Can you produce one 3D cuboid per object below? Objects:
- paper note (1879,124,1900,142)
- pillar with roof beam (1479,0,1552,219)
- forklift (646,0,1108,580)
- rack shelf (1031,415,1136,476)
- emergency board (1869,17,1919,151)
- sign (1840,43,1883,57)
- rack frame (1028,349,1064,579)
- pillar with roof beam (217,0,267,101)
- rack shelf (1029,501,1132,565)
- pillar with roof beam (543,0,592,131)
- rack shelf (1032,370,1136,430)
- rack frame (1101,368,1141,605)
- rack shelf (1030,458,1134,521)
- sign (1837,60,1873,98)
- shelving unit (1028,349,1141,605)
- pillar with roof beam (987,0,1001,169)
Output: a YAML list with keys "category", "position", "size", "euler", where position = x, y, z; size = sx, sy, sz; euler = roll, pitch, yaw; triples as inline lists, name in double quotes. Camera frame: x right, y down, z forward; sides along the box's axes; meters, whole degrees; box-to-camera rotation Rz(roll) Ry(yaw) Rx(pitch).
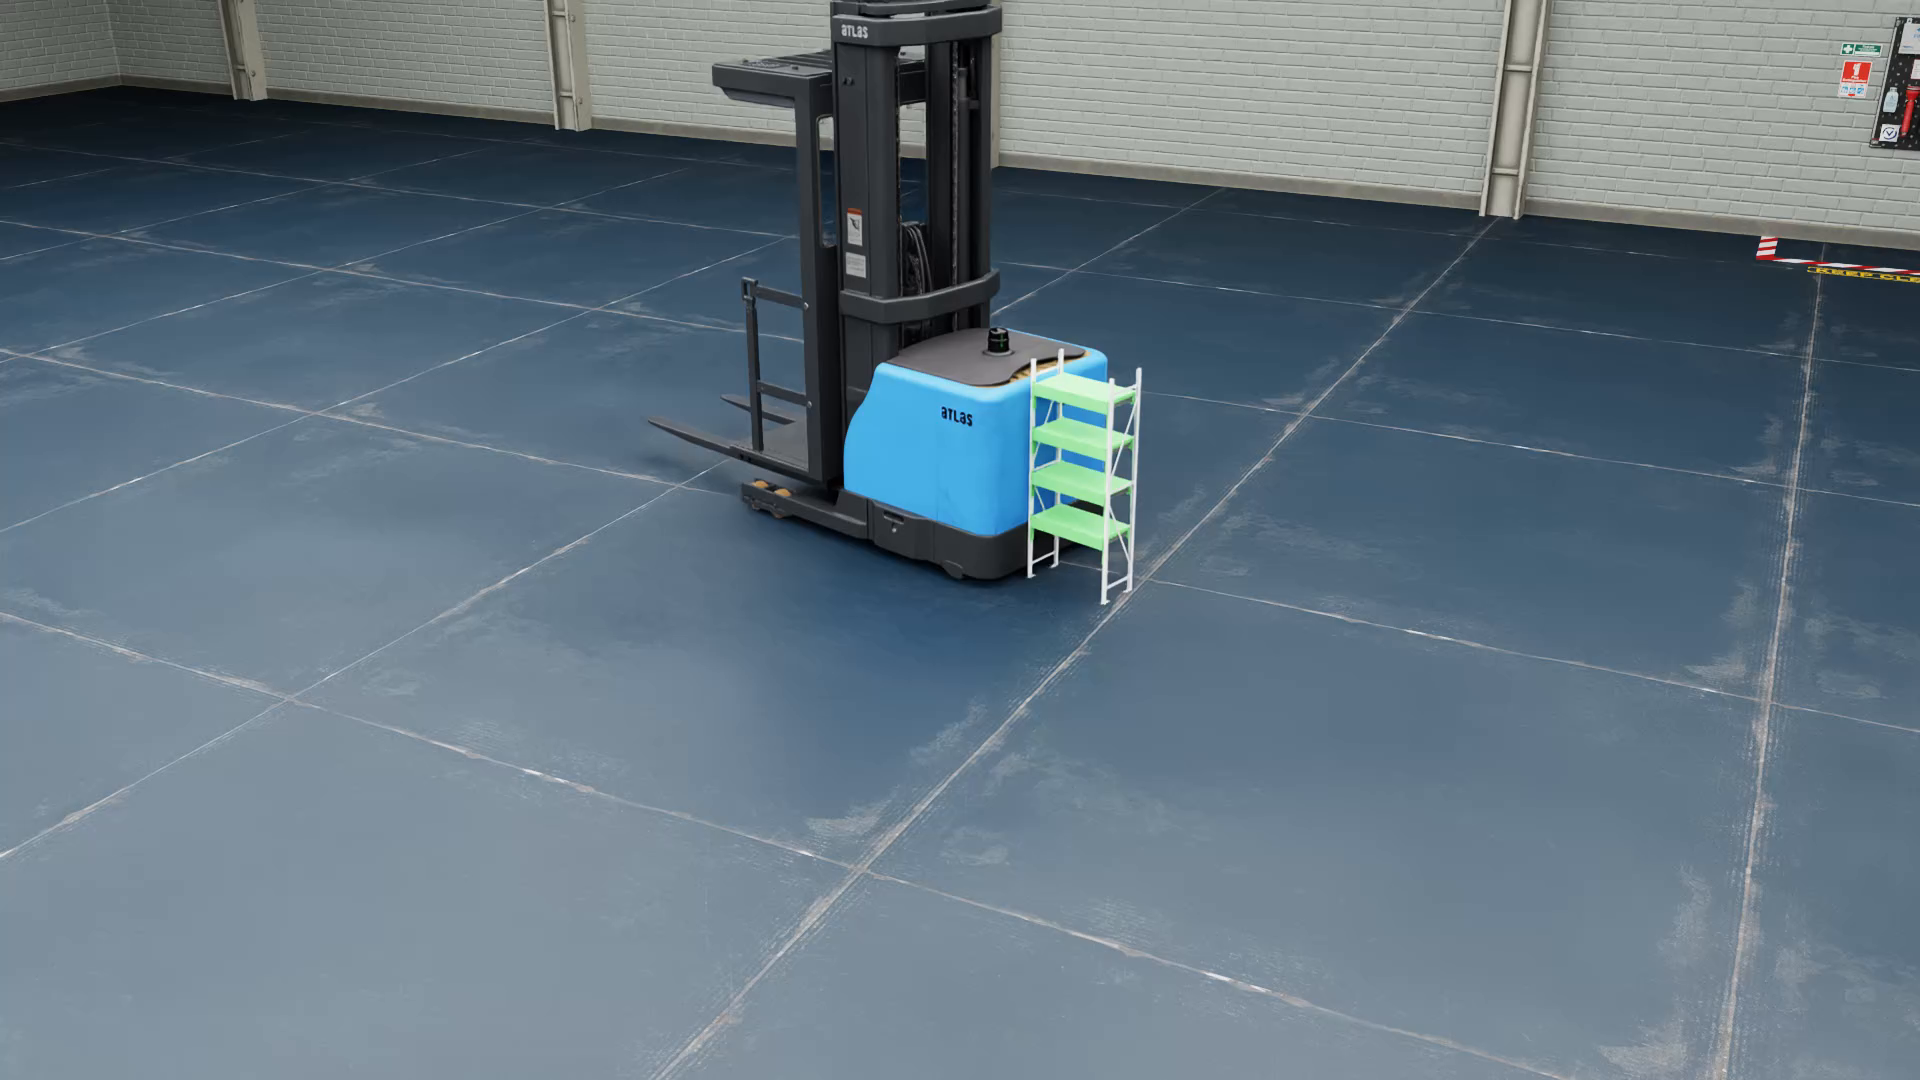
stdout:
- category: "paper note"
  position: [8.618, -3.774, 15.416]
  size: [0.142, 0.148, 0.016]
  euler: [11, 25, 25]
- category: "pillar with roof beam"
  position: [3.636, -5.991, 11.838]
  size: [0.400, 9.000, 9.100]
  euler: [11, 25, 25]
- category: "forklift"
  position: [-0.631, -1.609, 9.288]
  size: [3.031, 2.935, 1.130]
  euler: [19, 30, 38]
- category: "rack shelf"
  position: [0.624, -0.482, 8.400]
  size: [0.480, 0.148, 0.258]
  euler: [19, 30, 38]
- category: "emergency board"
  position: [8.745, -4.124, 15.113]
  size: [0.643, 1.169, 0.194]
  euler: [11, 25, 25]
- category: "sign"
  position: [8.298, -4.514, 15.308]
  size: [0.331, 0.109, 0.001]
  euler: [11, 25, 25]
- category: "rack frame"
  position: [0.442, -0.383, 8.618]
  size: [0.015, 1.200, 0.240]
  euler: [19, 30, 38]
- category: "pillar with roof beam"
  position: [-12.427, -9.169, 19.312]
  size: [0.400, 9.000, 9.100]
  euler: [11, 25, 25]
- category: "rack shelf"
  position: [0.624, -0.040, 8.588]
  size: [0.480, 0.148, 0.258]
  euler: [19, 30, 38]
- category: "pillar with roof beam"
  position: [-7.073, -8.109, 16.820]
  size: [0.400, 9.000, 9.100]
  euler: [11, 25, 25]
- category: "rack shelf"
  position: [0.624, -0.703, 8.306]
  size: [0.480, 0.148, 0.258]
  euler: [19, 30, 38]
- category: "rack frame"
  position: [0.806, -0.256, 8.319]
  size: [0.015, 1.200, 0.240]
  euler: [19, 30, 38]
- category: "rack shelf"
  position: [0.624, -0.261, 8.494]
  size: [0.480, 0.148, 0.258]
  euler: [19, 30, 38]
- category: "sign"
  position: [8.298, -4.274, 15.421]
  size: [0.234, 0.329, 0.001]
  euler: [11, 25, 25]
- category: "shelving unit"
  position: [0.624, -0.320, 8.469]
  size: [0.503, 1.200, 0.258]
  euler: [19, 30, 38]
- category: "pillar with roof beam"
  position: [-1.718, -7.050, 14.329]
  size: [0.400, 9.000, 9.100]
  euler: [11, 25, 25]
